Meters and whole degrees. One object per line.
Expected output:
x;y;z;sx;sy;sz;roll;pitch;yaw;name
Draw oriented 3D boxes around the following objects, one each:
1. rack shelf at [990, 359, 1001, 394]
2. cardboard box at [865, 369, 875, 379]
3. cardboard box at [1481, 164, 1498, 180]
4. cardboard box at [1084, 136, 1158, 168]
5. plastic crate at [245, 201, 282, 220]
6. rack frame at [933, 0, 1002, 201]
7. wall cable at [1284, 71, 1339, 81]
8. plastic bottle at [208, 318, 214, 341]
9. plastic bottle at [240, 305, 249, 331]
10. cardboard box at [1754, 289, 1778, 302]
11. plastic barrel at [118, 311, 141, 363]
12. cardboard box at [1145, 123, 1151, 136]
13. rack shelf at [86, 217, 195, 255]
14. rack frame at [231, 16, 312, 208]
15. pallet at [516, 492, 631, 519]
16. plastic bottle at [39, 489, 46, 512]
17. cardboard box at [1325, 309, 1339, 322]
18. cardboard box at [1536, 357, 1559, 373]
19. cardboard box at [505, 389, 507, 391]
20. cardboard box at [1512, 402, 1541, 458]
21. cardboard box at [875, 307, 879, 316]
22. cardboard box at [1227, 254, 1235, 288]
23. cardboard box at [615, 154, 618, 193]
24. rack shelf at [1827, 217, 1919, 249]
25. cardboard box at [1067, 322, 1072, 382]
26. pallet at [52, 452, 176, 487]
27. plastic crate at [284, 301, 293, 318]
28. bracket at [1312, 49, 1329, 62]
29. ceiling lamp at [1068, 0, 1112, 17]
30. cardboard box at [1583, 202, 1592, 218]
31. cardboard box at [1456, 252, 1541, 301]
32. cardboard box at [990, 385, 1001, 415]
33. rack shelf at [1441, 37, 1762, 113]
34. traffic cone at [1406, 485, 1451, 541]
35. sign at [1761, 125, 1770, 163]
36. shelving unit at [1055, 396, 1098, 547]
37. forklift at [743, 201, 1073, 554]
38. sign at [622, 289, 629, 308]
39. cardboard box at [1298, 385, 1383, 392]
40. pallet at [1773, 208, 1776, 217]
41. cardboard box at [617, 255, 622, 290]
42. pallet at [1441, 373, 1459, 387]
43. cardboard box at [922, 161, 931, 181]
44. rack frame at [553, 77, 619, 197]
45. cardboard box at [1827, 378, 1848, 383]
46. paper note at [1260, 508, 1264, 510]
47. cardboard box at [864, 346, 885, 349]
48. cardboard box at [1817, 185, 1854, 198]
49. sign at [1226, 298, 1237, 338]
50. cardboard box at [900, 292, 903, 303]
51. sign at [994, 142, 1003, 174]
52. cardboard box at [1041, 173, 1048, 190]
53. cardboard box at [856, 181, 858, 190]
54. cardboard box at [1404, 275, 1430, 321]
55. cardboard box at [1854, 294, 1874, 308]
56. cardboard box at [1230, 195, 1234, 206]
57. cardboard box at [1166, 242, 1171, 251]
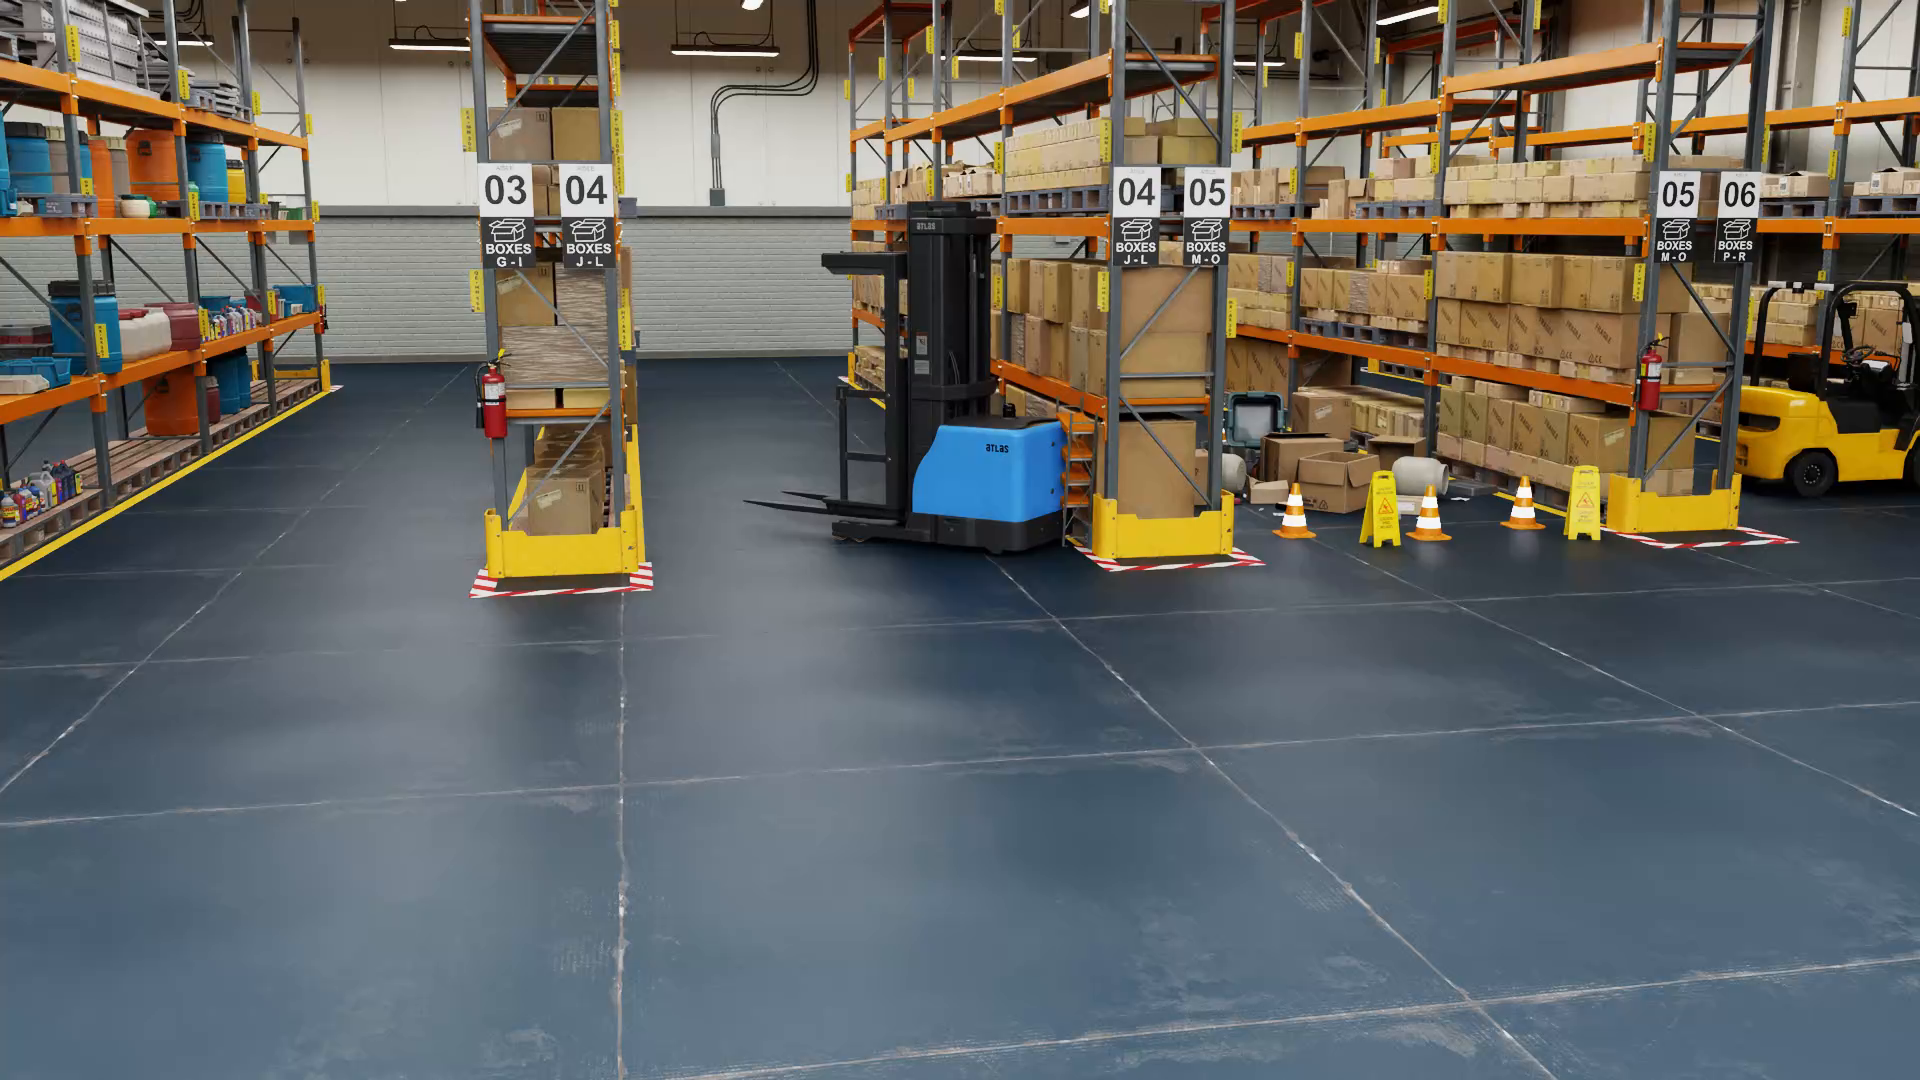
0.548;-2.119;19.731;1.077;0.370;4.000;-2;11;-11;rack shelf
-1.374;-2.771;27.735;0.380;0.149;0.250;-3;11;-14;cardboard box
5.661;-3.832;17.323;0.380;0.149;0.250;-2;11;-11;cardboard box
1.346;-3.253;13.957;0.500;0.250;0.500;-2;11;-10;cardboard box
-10.335;-4.878;24.630;0.497;0.269;0.590;-2;11;-11;plastic crate
0.159;-5.786;21.030;1.000;3.000;0.127;-2;11;-11;rack frame
8.465;-11.447;35.897;2.988;3.039;0.133;-2;11;-11;wall cable
-9.422;-2.642;20.868;0.061;0.283;0.133;-2;11;-11;plastic bottle
-9.862;-3.050;22.830;0.144;0.351;0.185;-2;11;-11;plastic bottle
10.112;-3.045;20.668;0.380;0.149;0.250;-2;11;-13;cardboard box
-8.920;-2.148;17.598;0.433;0.535;0.433;0;11;0;plastic barrel
1.816;-3.581;14.616;0.380;0.149;0.250;-2;11;-10;cardboard box
-9.195;-3.251;17.654;1.077;0.370;4.000;-2;11;-11;rack shelf
-11.140;-6.912;26.942;1.000;3.000;0.127;-2;11;-11;rack frame
-3.542;-0.228;15.328;1.003;0.211;1.213;-2;11;-11;pallet
-8.220;-0.352;14.833;0.097;0.201;0.097;0;11;0;plastic bottle
4.939;-2.898;21.449;0.380;0.149;0.250;-2;11;-11;cardboard box
5.951;-1.740;16.487;0.380;0.149;0.250;-2;11;-12;cardboard box
-3.575;-1.221;13.763;0.380;0.149;0.250;-2;11;-11;cardboard box
5.943;-1.120;16.785;0.500;0.500;0.500;-2;11;-12;cardboard box
-1.162;-3.685;26.705;0.380;0.149;0.250;-3;11;-13;cardboard box
4.242;-4.036;24.938;0.500;0.500;0.500;-2;11;-12;cardboard box
-4.277;-4.274;19.500;0.500;0.500;0.500;-2;11;-11;cardboard box
11.030;-3.239;17.591;1.077;0.370;4.000;-2;11;-11;rack shelf
1.485;-1.719;15.306;0.875;0.550;0.550;-2;11;-11;cardboard box
-9.238;-0.761;18.128;1.003;0.211;1.213;-2;11;-11;pallet
-10.489;-3.544;25.583;0.416;0.233;0.300;-2;11;-11;plastic crate
7.777;-10.427;35.783;0.235;0.232;0.430;-2;11;-11;bracket
2.237;-9.353;24.160;0.800;3.185;2.000;-2;11;-11;ceiling lamp
6.125;-3.119;15.711;0.380;0.149;0.250;-2;11;-11;cardboard box
5.724;-2.807;17.687;0.700;0.500;0.500;-2;11;-11;cardboard box
0.728;-1.317;18.489;1.050;0.750;0.750;-2;11;-11;cardboard box
6.162;-4.529;16.359;1.077;0.370;4.000;-2;11;-11;rack shelf
4.179;-0.253;14.791;0.336;0.463;0.334;-2;11;-11;traffic cone
7.083;-3.493;14.667;0.100;0.325;0.005;-2;11;-11;sign
0.978;-0.595;14.413;0.258;1.200;0.503;-2;22;-11;shelving unit
-0.543;-1.499;14.733;3.031;2.935;1.130;6;12;30;forklift
-3.417;-2.390;16.916;0.100;0.325;0.005;-2;11;-11;sign
5.095;-1.849;22.294;0.950;0.372;0.625;-3;11;-15;cardboard box
10.303;-4.273;21.609;1.003;0.211;1.213;-2;11;-8;pallet
-3.492;-2.466;15.893;0.500;0.500;0.500;-2;11;-11;cardboard box
8.953;-2.709;28.363;1.003;0.211;1.213;-2;11;-11;pallet
-0.289;-4.896;22.061;0.396;0.266;0.258;-2;11;-11;cardboard box
-6.282;-7.092;27.889;1.000;3.000;0.127;-2;11;-11;rack frame
10.428;-1.732;19.330;0.500;0.250;0.500;-2;11;-12;cardboard box
2.946;-0.300;16.245;0.032;0.001;0.123;4;11;18;paper note
-1.456;-3.250;28.659;0.380;0.149;0.250;-2;11;-10;cardboard box
10.669;-4.254;20.281;0.380;0.149;0.250;-2;11;-11;cardboard box
2.261;-1.855;13.894;0.100;0.325;0.005;-2;11;-11;sign
-0.636;-3.379;23.179;0.380;0.149;0.250;-2;11;-10;cardboard box
0.407;-3.966;17.265;0.100;0.325;0.005;-2;11;-11;sign
0.971;-3.353;15.549;0.380;0.149;0.250;-2;11;-10;cardboard box
-1.544;-5.980;28.069;0.380;0.149;0.250;-2;11;-11;cardboard box
5.458;-2.782;19.104;0.500;0.500;0.500;-2;11;-12;cardboard box
10.497;-2.738;19.055;0.380;0.149;0.250;-2;11;-10;cardboard box
4.120;-5.092;24.904;0.380;0.166;0.250;-3;11;-15;cardboard box
3.658;-4.912;27.805;0.380;0.149;0.250;-2;11;-12;cardboard box
